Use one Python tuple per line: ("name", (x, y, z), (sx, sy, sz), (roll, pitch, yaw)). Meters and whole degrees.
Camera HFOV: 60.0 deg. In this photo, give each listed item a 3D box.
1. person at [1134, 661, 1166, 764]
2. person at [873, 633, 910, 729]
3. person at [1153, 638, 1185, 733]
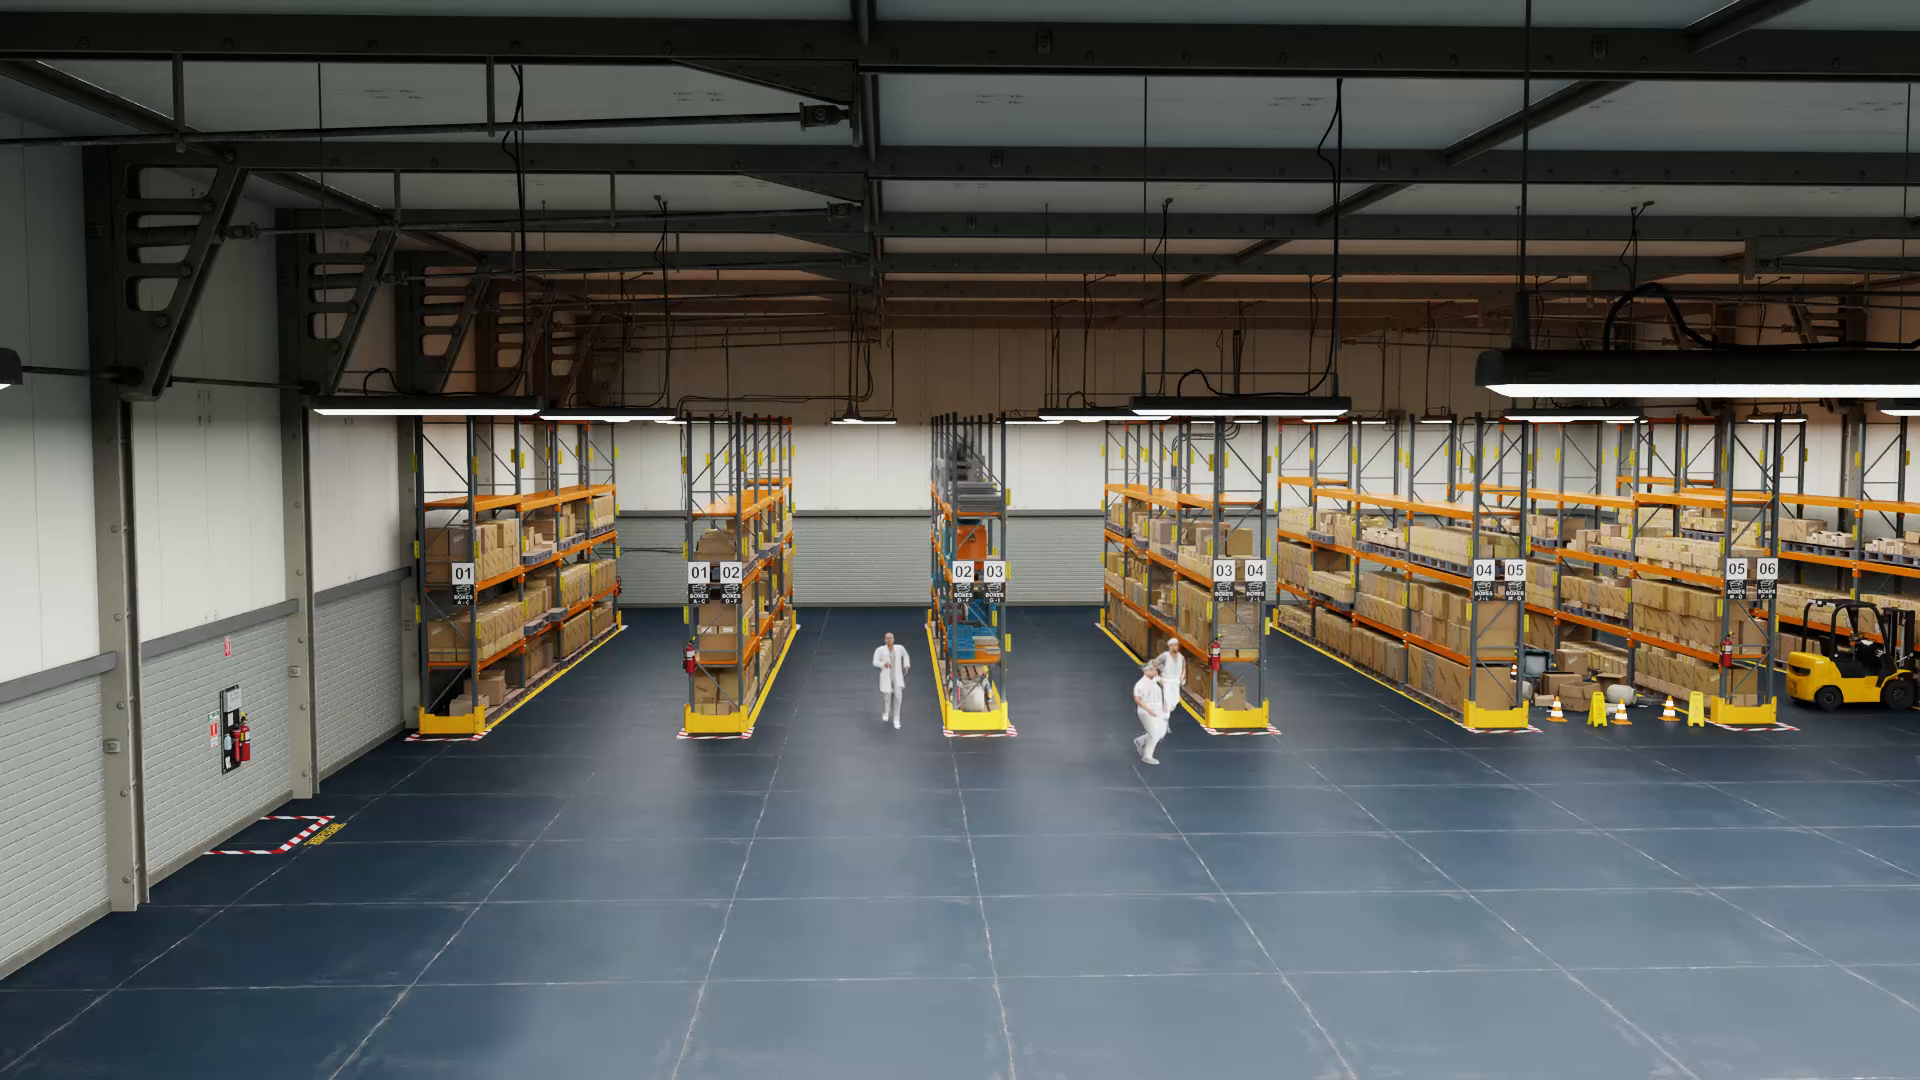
("person", (3.214, 2.927, 28.384), (0.542, 1.755, 0.661), (3, 5, 35))
("person", (-1.313, 2.686, 31.904), (0.726, 1.823, 0.875), (-1, 4, -8))
("person", (3.961, 2.728, 31.514), (0.708, 1.756, 0.726), (-2, 4, -21))
